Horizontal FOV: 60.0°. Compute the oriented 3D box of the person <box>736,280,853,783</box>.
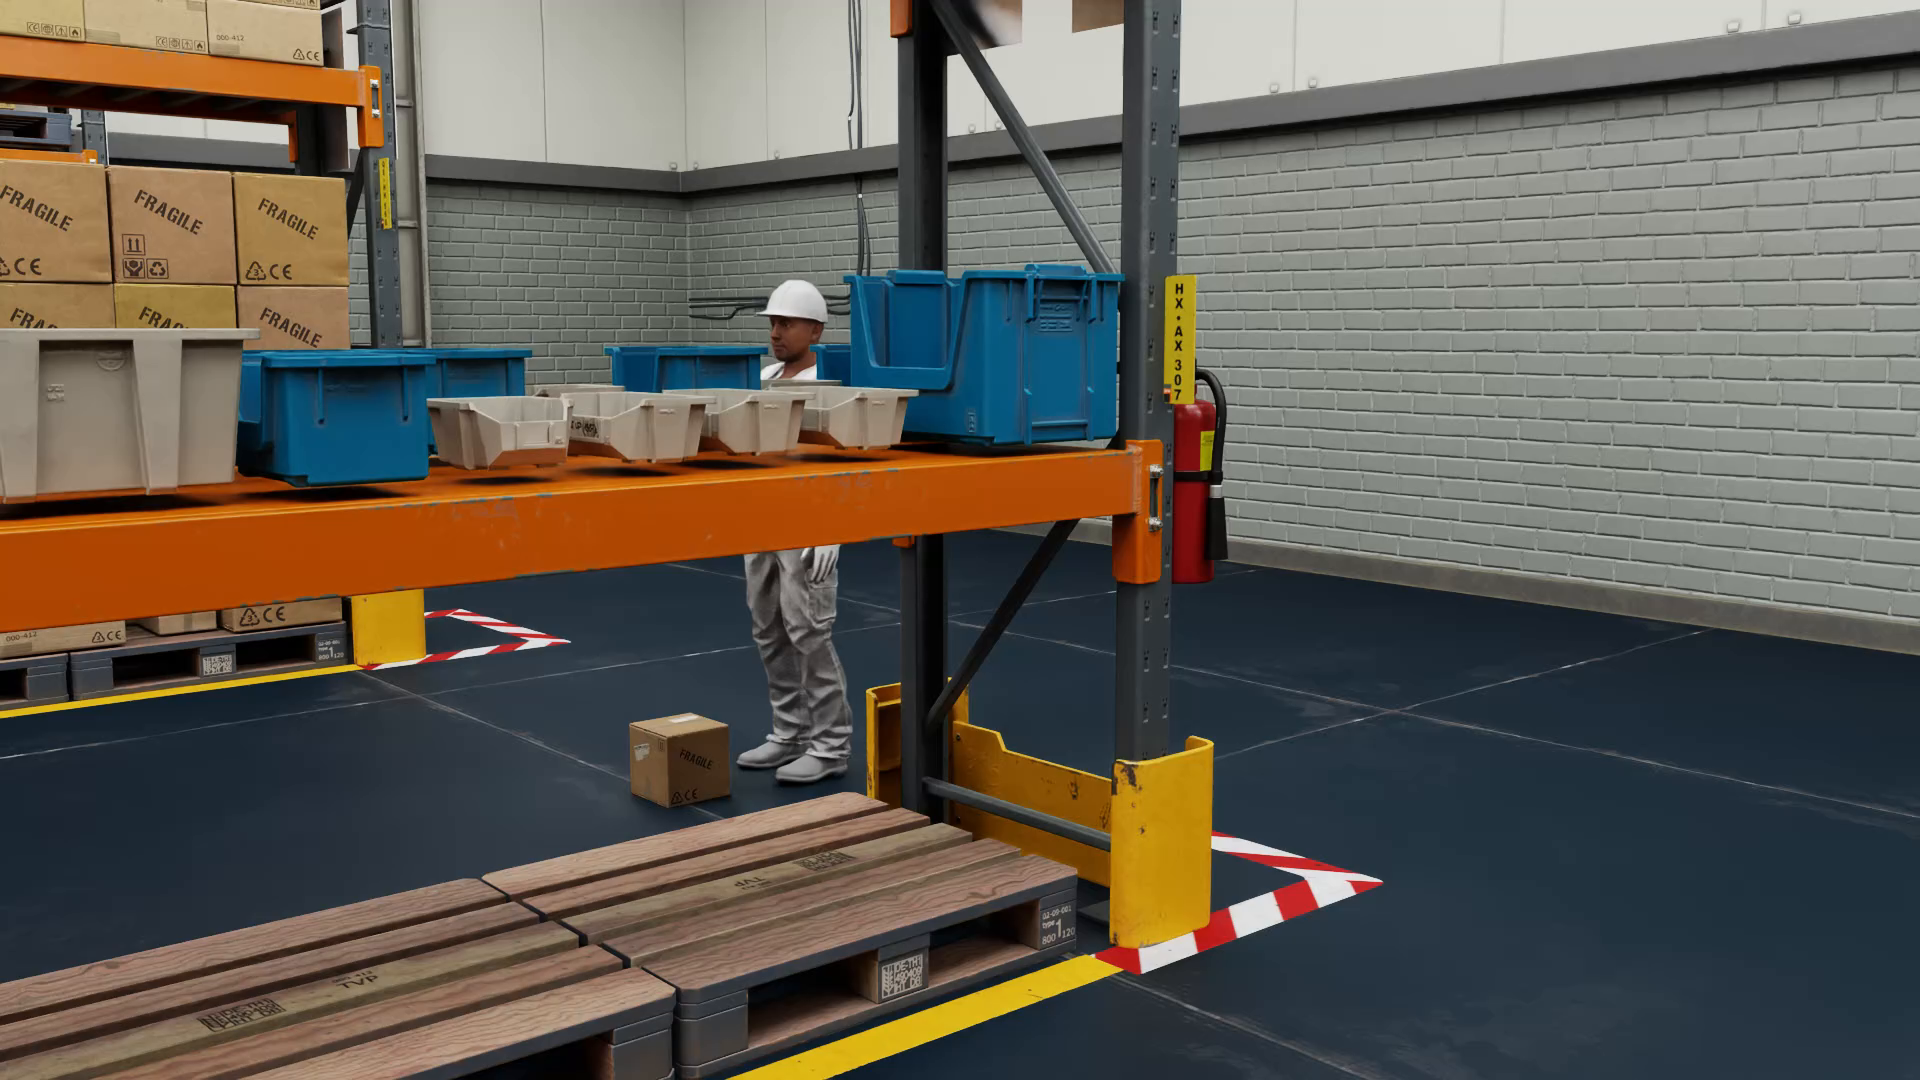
[{"bbox_3d":[-0.588,-0.036,5.985,0.354,1.779,0.541,-6,10,-40],"label":"person"}]
